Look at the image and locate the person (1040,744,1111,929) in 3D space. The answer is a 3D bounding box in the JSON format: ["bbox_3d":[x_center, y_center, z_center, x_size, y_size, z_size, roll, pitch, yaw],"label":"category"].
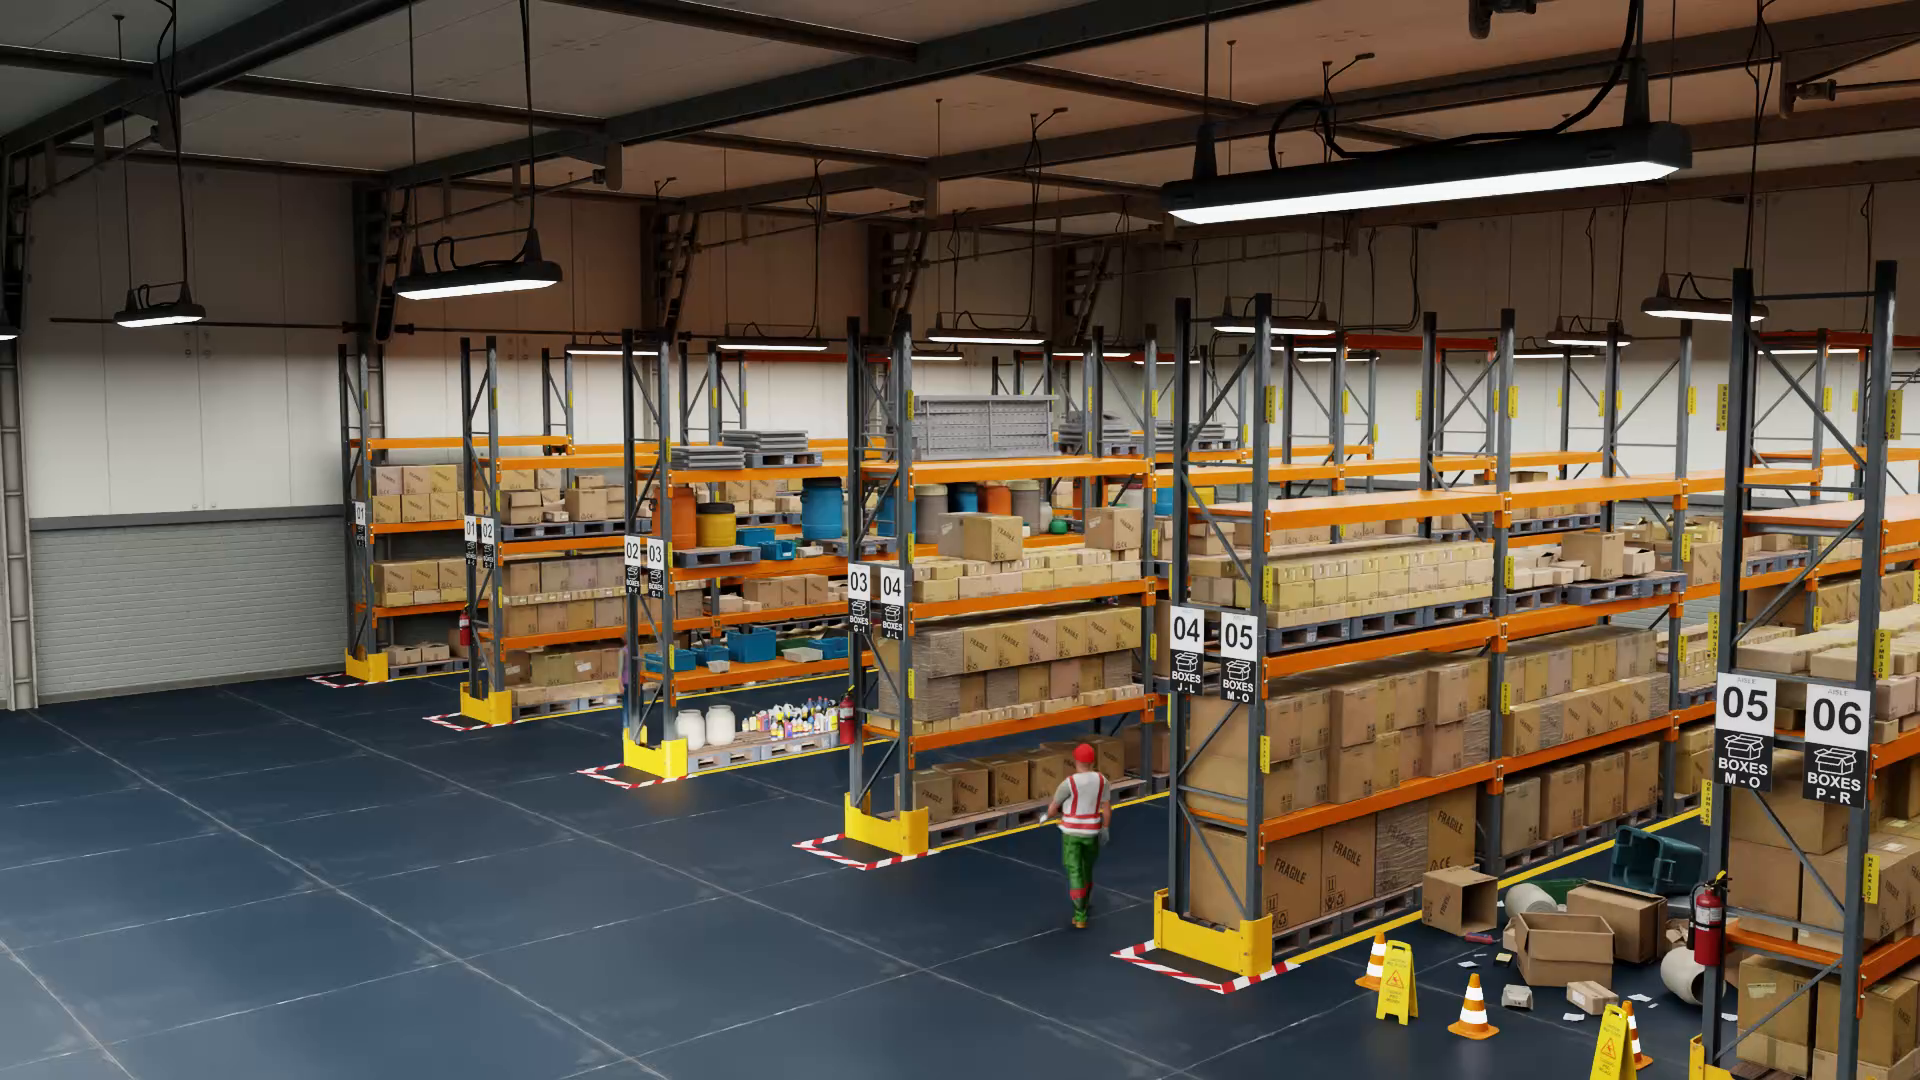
[{"bbox_3d":[1.133,2.823,16.251,0.650,1.743,0.944,-1,5,-9],"label":"person"}]

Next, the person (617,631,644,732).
[{"bbox_3d":[-4.927,2.194,24.834,0.322,1.634,0.468,4,7,39],"label":"person"}]
